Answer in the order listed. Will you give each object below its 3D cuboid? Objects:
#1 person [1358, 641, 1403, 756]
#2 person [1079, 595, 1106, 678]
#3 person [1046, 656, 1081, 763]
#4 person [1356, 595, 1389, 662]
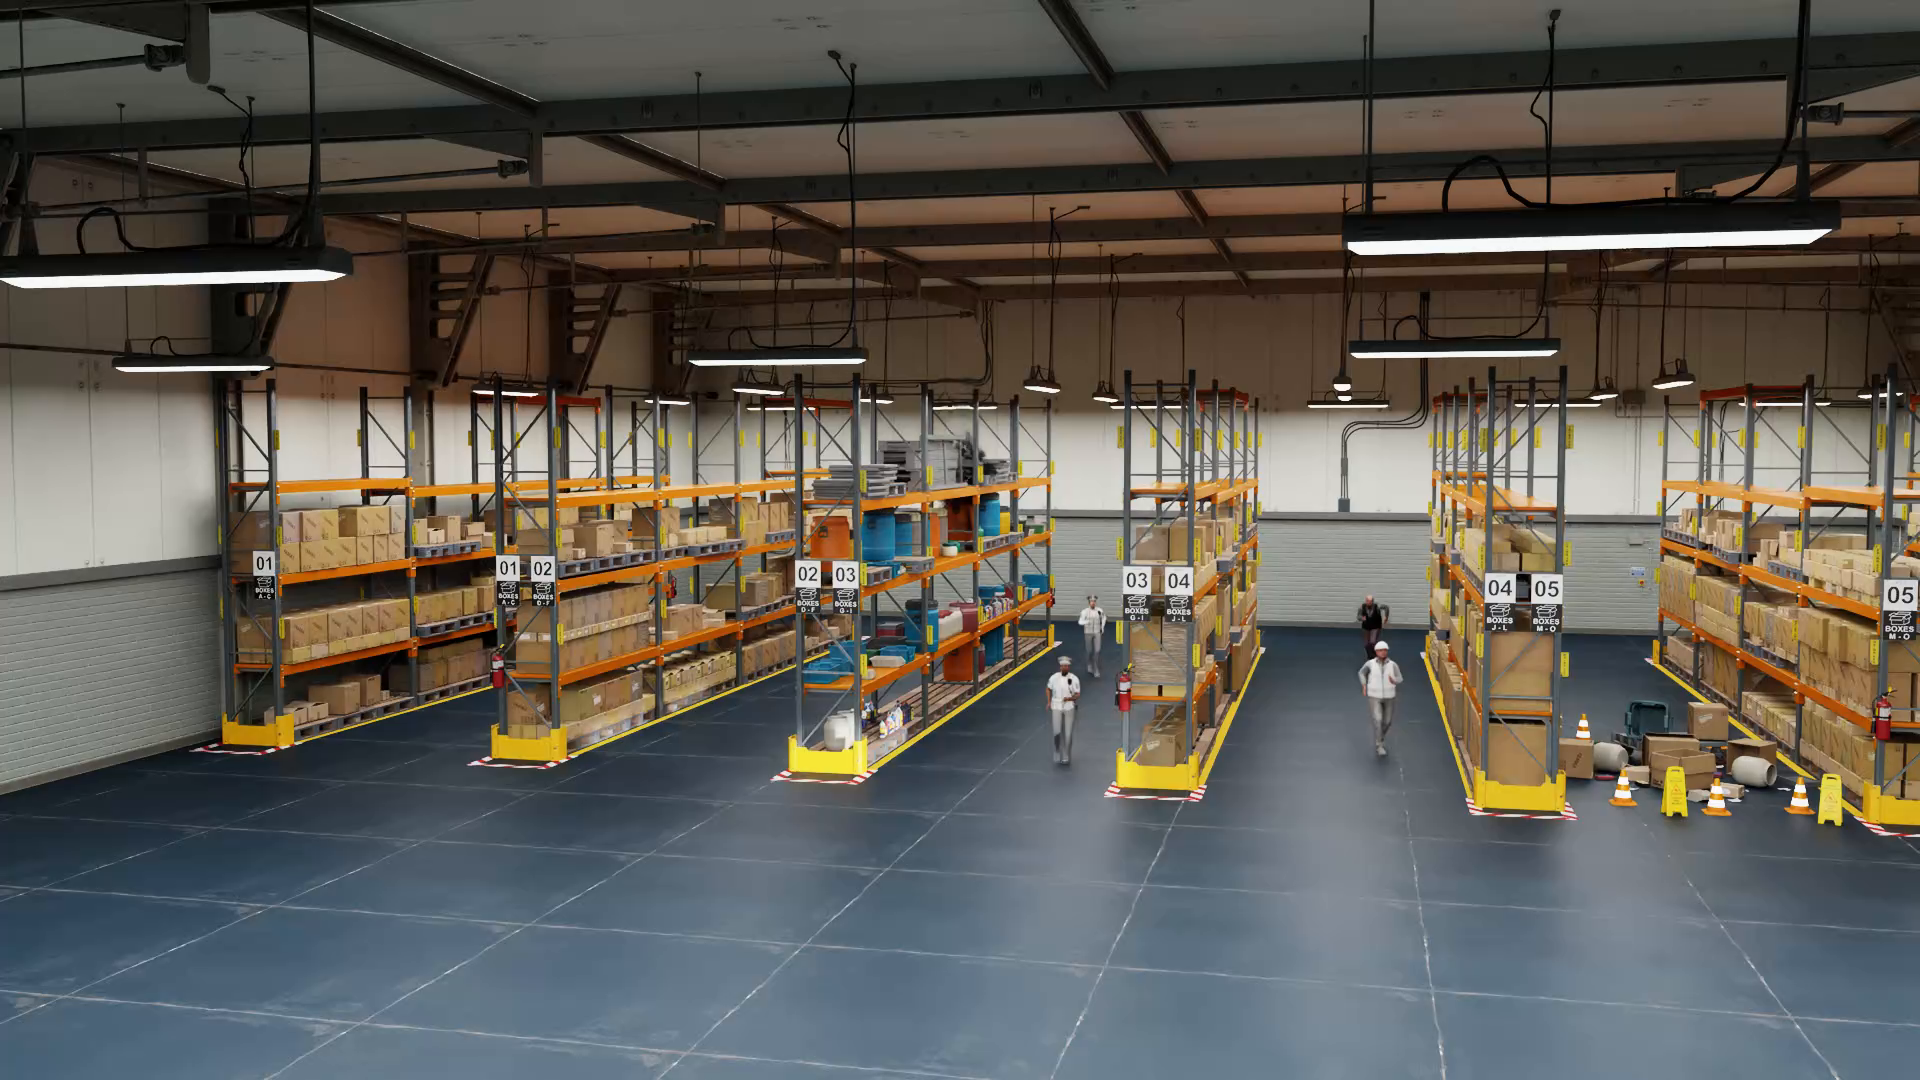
[{"bbox_3d":[6.733,2.498,26.577,0.656,1.758,0.969,0,3,1],"label":"person"},{"bbox_3d":[2.817,2.022,35.320,0.602,1.734,0.812,0,3,0],"label":"person"},{"bbox_3d":[1.582,2.618,25.608,0.550,1.669,0.638,0,3,6],"label":"person"},{"bbox_3d":[9.146,1.997,36.870,0.688,1.595,0.950,1,4,20],"label":"person"}]
